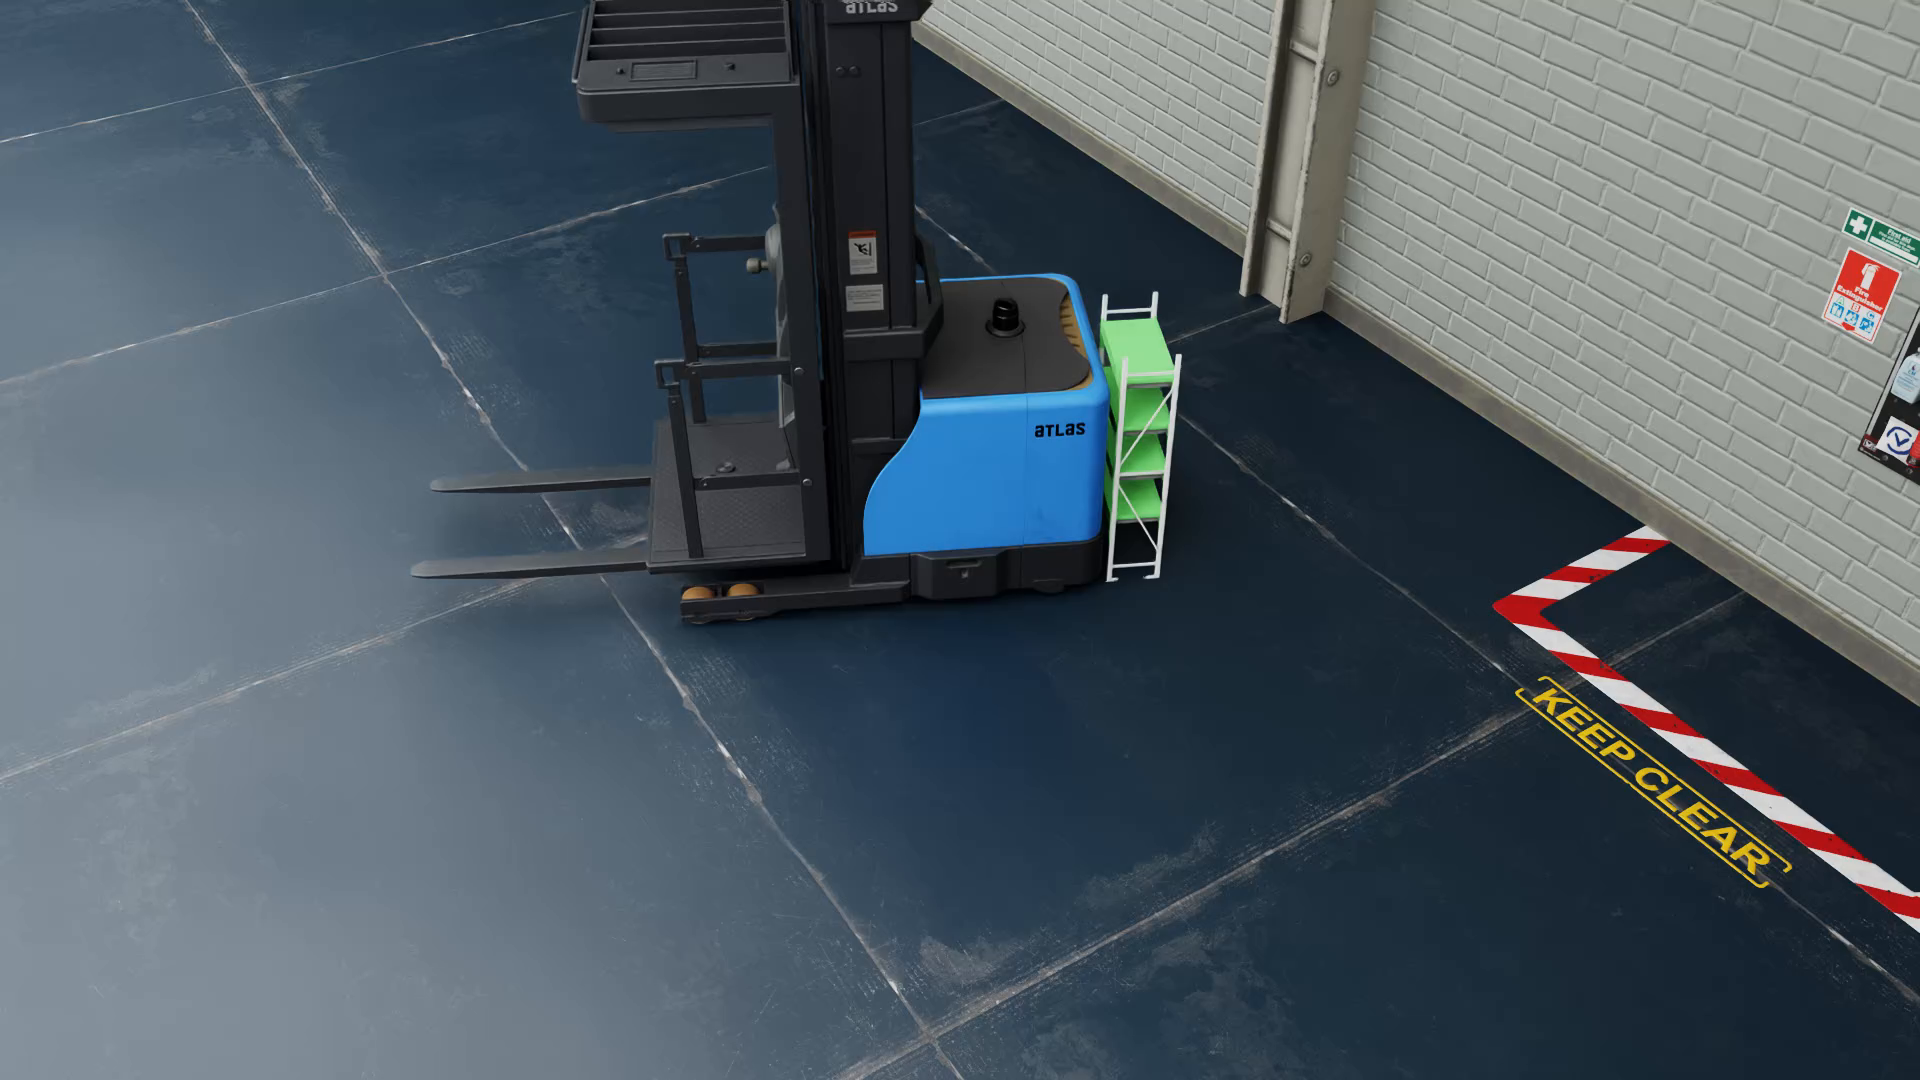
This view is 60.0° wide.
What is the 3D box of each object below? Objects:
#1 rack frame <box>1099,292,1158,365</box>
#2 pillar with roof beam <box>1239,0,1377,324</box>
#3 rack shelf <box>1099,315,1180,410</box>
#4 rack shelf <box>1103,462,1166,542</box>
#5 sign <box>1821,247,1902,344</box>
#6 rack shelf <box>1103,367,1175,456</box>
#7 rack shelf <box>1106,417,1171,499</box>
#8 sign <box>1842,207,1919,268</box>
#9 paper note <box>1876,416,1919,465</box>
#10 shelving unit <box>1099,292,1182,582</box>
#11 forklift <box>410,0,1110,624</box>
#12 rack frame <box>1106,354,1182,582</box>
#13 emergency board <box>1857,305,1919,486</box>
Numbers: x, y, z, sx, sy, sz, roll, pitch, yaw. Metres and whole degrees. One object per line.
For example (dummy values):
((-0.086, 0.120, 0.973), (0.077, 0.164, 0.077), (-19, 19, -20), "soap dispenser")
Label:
((0.732, -0.596, 7.528), (0.240, 1.200, 0.015), (-4, 40, -5), "rack frame")
((-1.813, -3.326, 4.712), (9.100, 9.000, 0.400), (-22, 45, -24), "pillar with roof beam")
((0.758, -0.760, 7.075), (0.258, 0.148, 0.480), (-4, 40, -5), "rack shelf")
((0.757, -0.207, 7.536), (0.258, 0.148, 0.480), (-4, 40, -5), "rack shelf")
((3.536, -0.959, 6.530), (0.001, 0.329, 0.234), (-22, 45, -24), "sign")
((0.758, -0.576, 7.229), (0.258, 0.148, 0.480), (-4, 40, -5), "rack shelf")
((0.758, -0.392, 7.383), (0.258, 0.148, 0.480), (-4, 40, -5), "rack shelf")
((3.531, -1.157, 6.353), (0.001, 0.109, 0.331), (-22, 45, -24), "sign")
((3.710, -0.392, 6.566), (0.016, 0.148, 0.142), (-22, 45, -24), "paper note")
((0.758, -0.441, 7.342), (0.258, 1.200, 0.503), (-4, 40, -5), "shelving unit")
((-0.916, -1.115, 6.798), (3.031, 2.935, 1.130), (-4, 40, -5), "forklift")
((0.783, -0.285, 7.155), (0.240, 1.200, 0.015), (-4, 40, -5), "rack frame")
((3.747, -0.611, 6.140), (0.194, 1.169, 0.643), (-22, 45, -24), "emergency board")
